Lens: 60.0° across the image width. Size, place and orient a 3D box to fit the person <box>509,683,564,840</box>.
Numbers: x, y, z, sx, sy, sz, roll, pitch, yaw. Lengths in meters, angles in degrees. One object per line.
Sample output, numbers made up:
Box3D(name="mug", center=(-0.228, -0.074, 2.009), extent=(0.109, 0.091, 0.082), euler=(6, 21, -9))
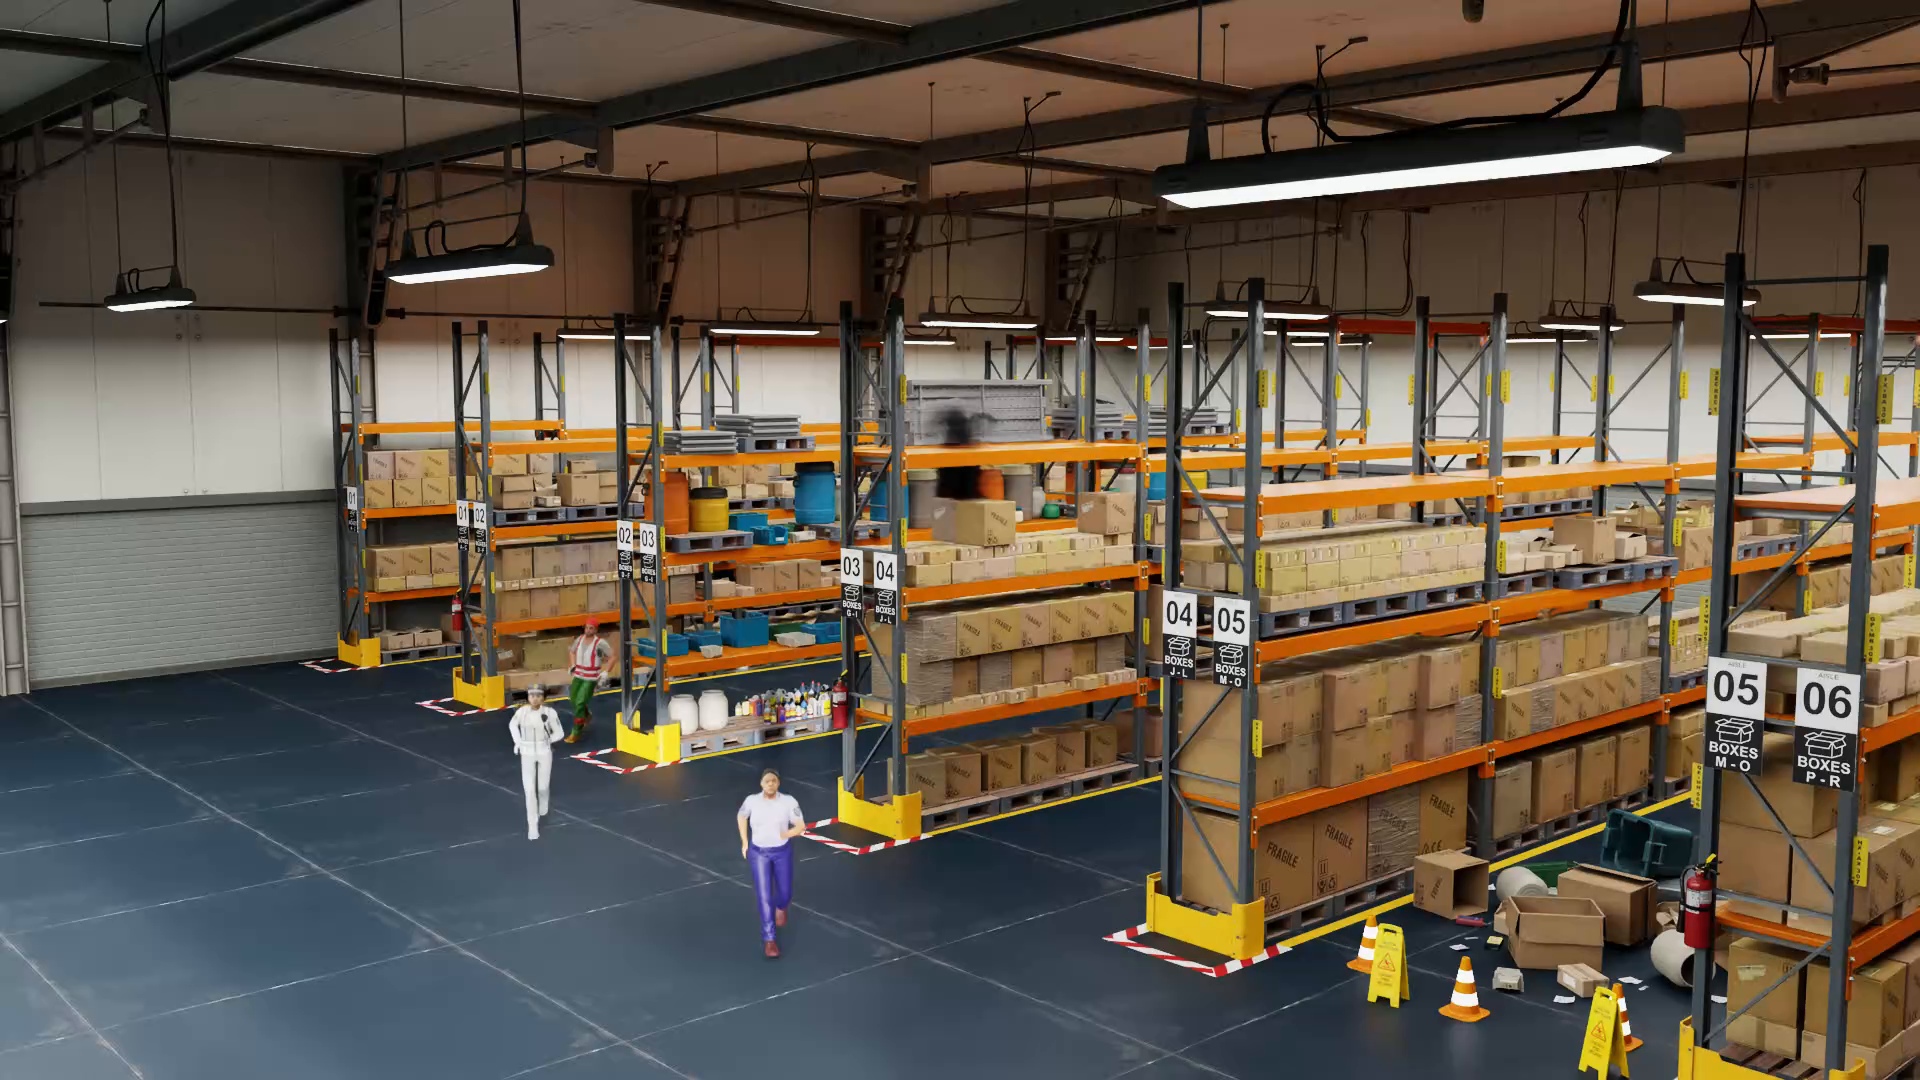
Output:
Box3D(name="person", center=(-4.808, 2.459, 18.898), extent=(0.616, 1.701, 0.925), euler=(-1, 6, -11))

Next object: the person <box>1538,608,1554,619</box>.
Box3D(name="person", center=(8.846, 1.811, 25.271), extent=(0.599, 1.721, 0.856), euler=(6, 8, 45))

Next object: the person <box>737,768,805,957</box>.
Box3D(name="person", center=(-1.707, 2.858, 15.064), extent=(0.610, 1.626, 0.827), euler=(-1, 6, -8))

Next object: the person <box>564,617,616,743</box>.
Box3D(name="person", center=(-5.244, 1.960, 23.631), extent=(0.725, 1.754, 0.791), euler=(2, 6, 19))
